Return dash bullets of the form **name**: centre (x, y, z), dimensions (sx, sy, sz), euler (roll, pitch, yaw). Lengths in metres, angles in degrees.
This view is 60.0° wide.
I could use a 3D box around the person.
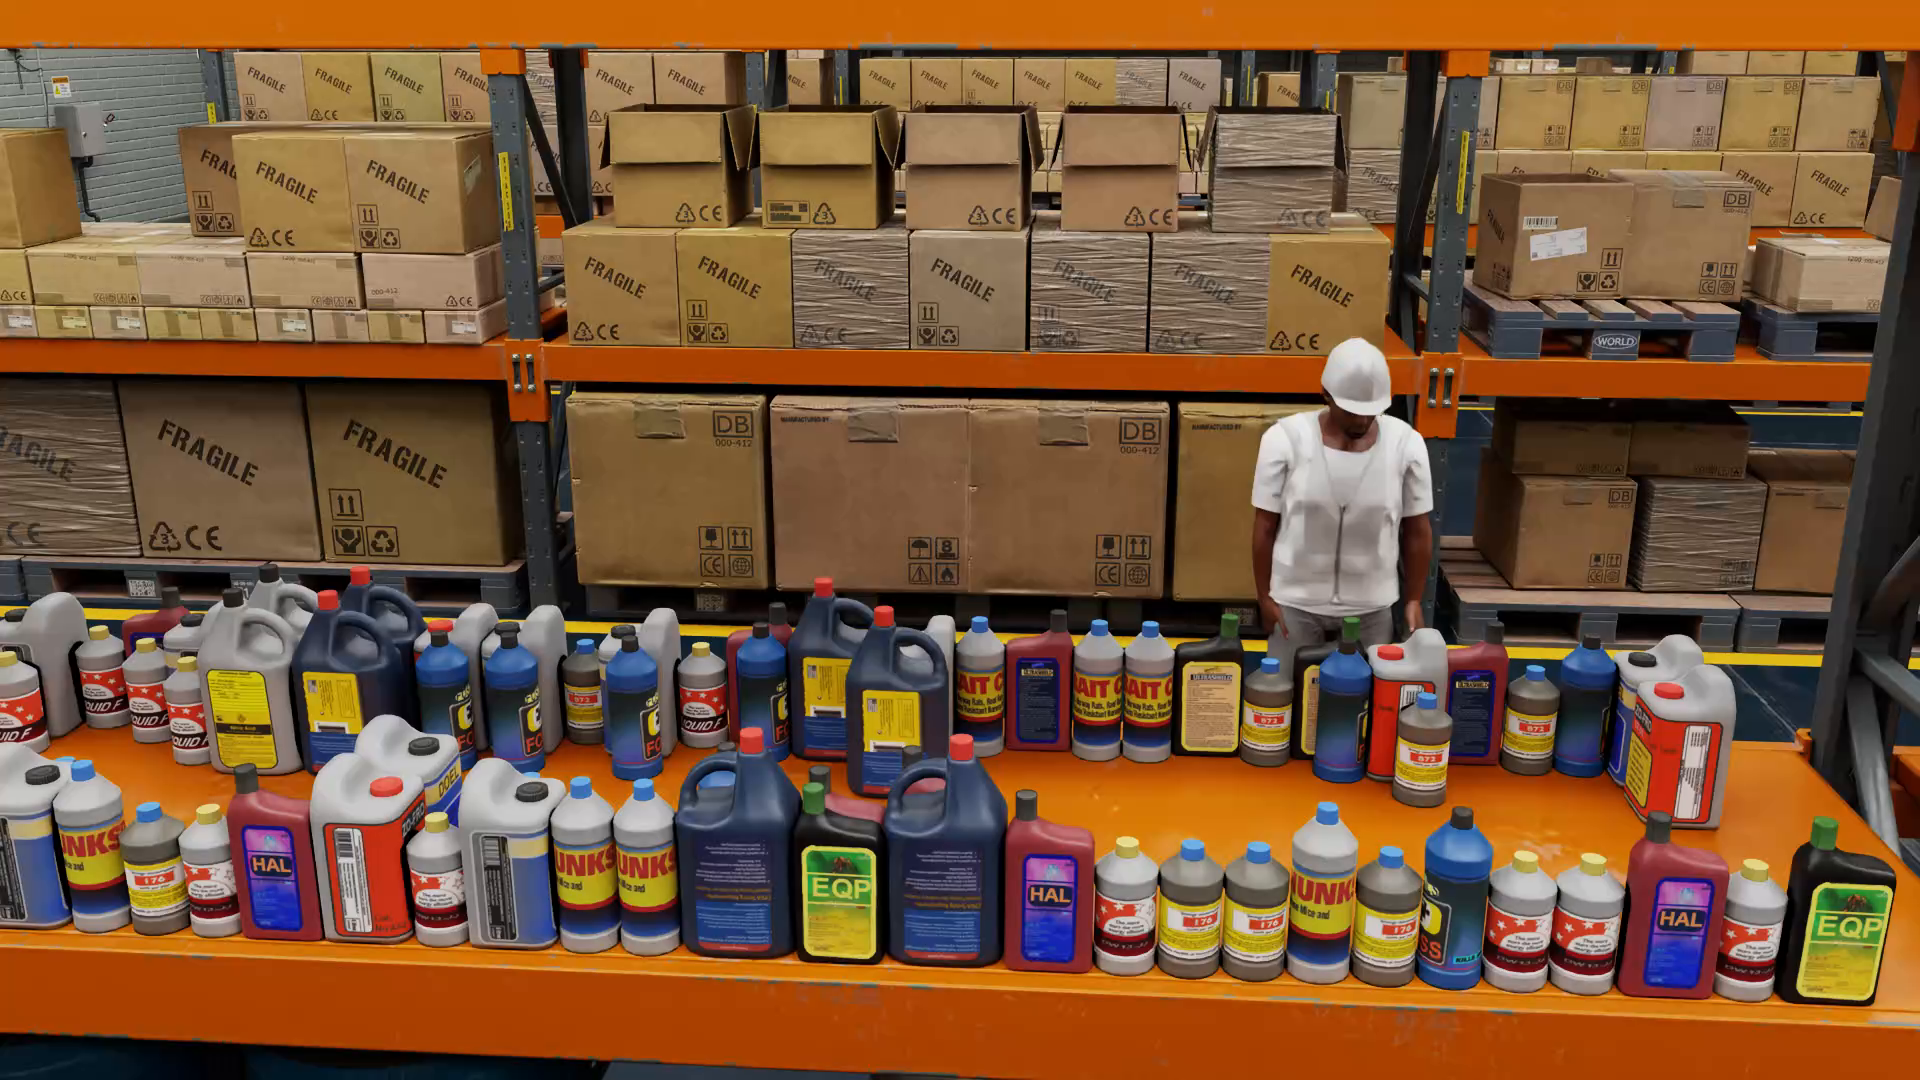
- **person**: centre (1.219, 0.209, 5.373), dimensions (0.575, 1.748, 0.390), euler (2, 17, 5)
